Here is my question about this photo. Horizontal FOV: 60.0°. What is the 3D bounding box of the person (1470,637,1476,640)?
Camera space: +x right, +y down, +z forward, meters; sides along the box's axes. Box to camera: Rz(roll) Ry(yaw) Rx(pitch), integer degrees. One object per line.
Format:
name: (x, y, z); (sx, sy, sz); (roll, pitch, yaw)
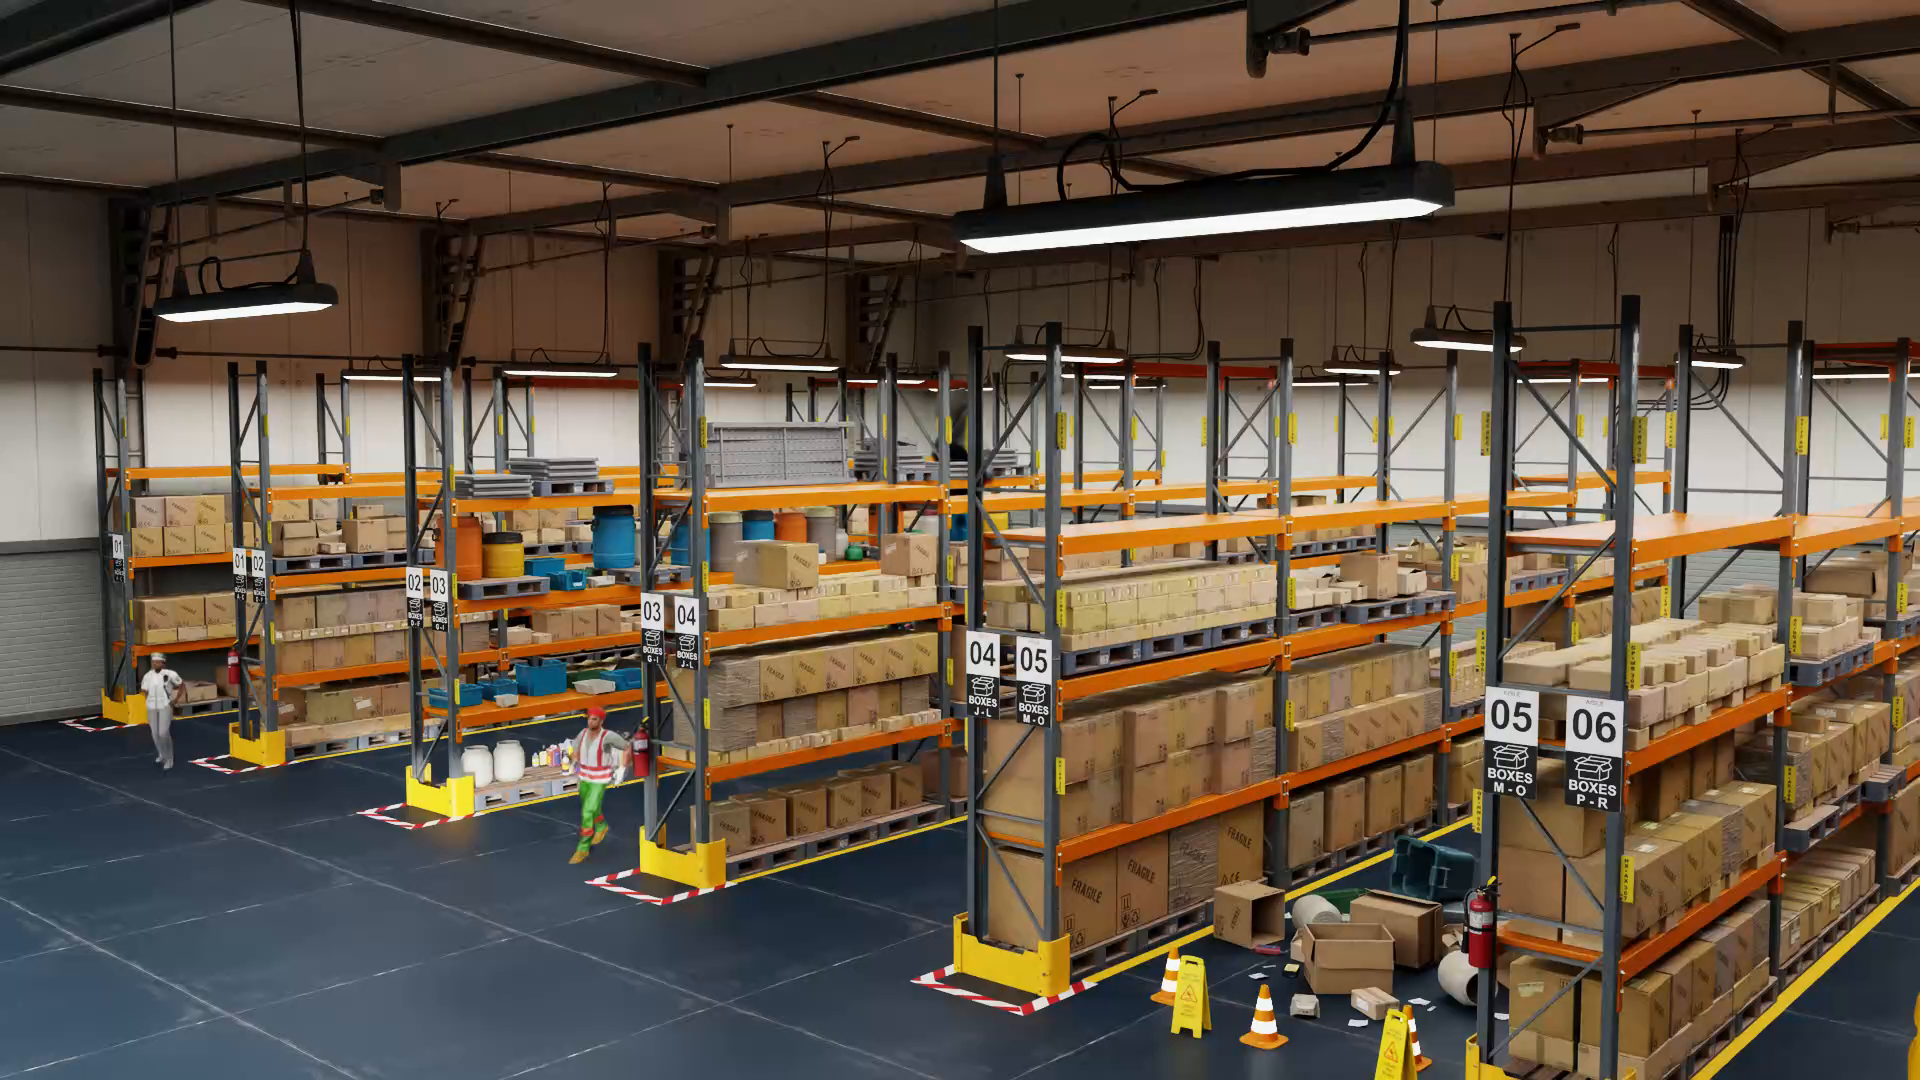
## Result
person: (8.359, 2.384, 26.867); (0.841, 1.656, 0.587); (-4, 6, -43)

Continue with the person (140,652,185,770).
person: (-11.811, 2.529, 24.537); (0.554, 1.770, 0.652); (0, 4, -3)

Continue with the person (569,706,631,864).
person: (-4.242, 2.840, 19.575); (0.716, 1.810, 0.891); (2, 5, 26)
